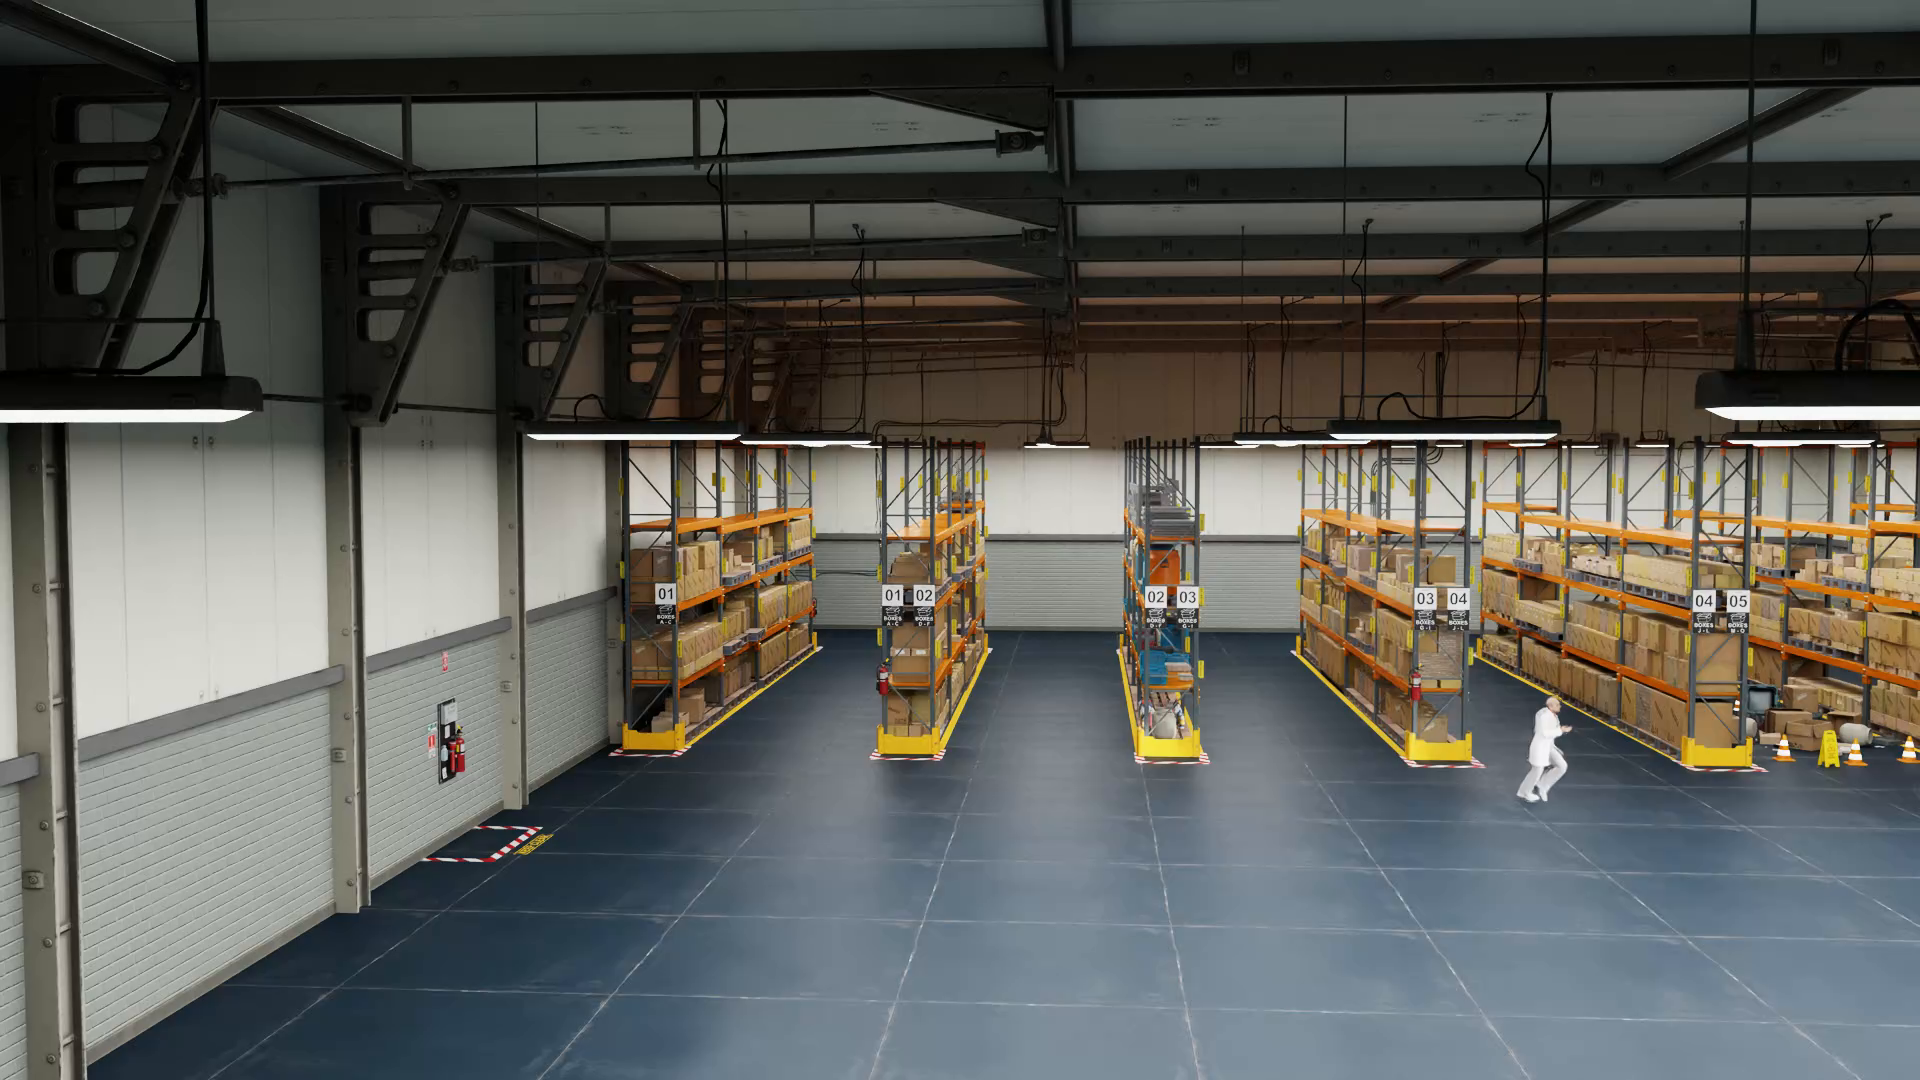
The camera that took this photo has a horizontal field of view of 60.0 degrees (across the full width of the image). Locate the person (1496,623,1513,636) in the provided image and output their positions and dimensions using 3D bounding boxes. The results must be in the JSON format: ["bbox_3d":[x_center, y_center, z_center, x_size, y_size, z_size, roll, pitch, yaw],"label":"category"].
[{"bbox_3d":[15.667,2.297,47.509,0.849,1.780,0.701,1,3,12],"label":"person"}]

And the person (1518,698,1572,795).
[{"bbox_3d":[9.480,3.349,26.925,0.869,1.634,0.673,3,4,42],"label":"person"}]
